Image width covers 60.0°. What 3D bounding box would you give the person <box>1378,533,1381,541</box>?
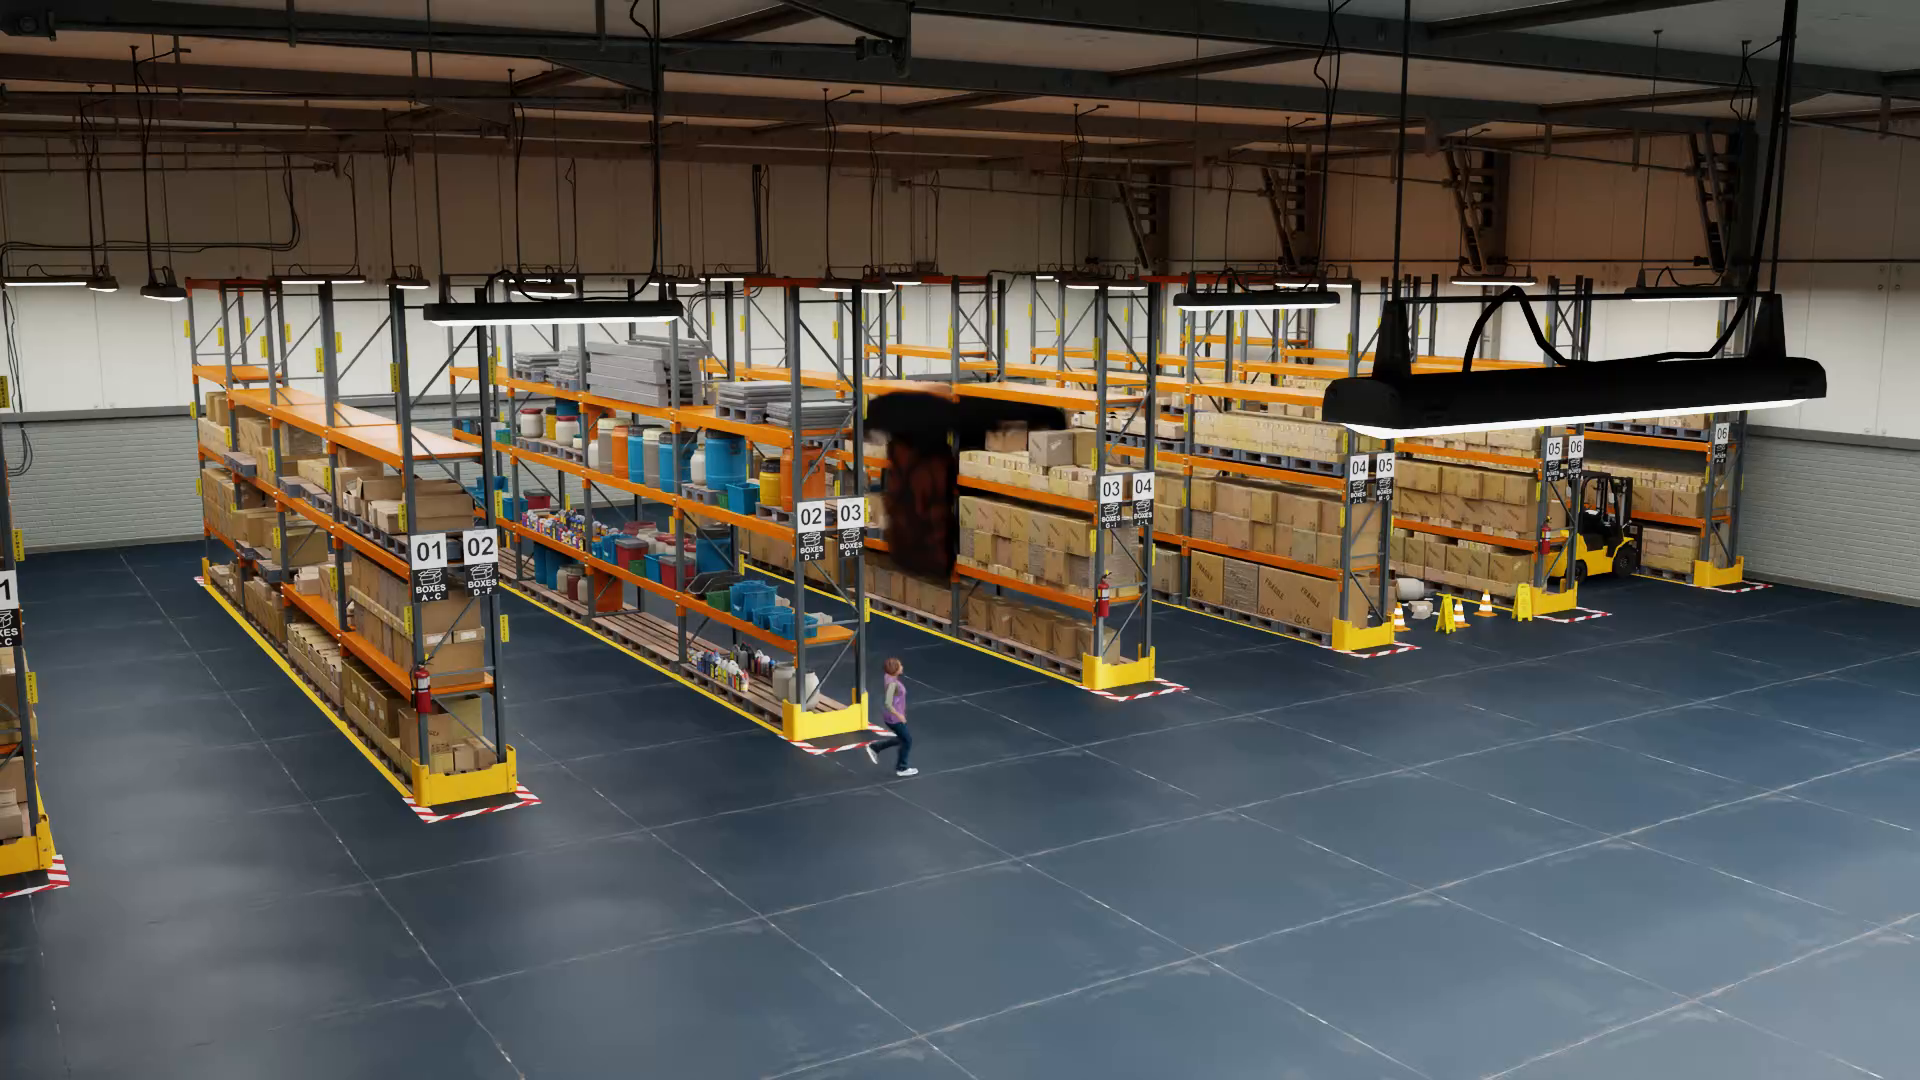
[{"bbox_3d":[9.218,-0.458,36.043,1.006,1.581,0.673,8,12,38],"label":"person"}]

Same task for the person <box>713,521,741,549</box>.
[{"bbox_3d":[-4.090,0.350,29.025,0.646,1.848,0.668,-8,12,-39],"label":"person"}]

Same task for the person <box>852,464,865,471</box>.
[{"bbox_3d":[-2.503,-1.547,42.027,0.642,1.669,0.886,7,12,37],"label":"person"}]

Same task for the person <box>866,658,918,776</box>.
[{"bbox_3d":[-0.841,2.228,20.418,0.649,1.454,0.601,0,10,-2],"label":"person"}]
